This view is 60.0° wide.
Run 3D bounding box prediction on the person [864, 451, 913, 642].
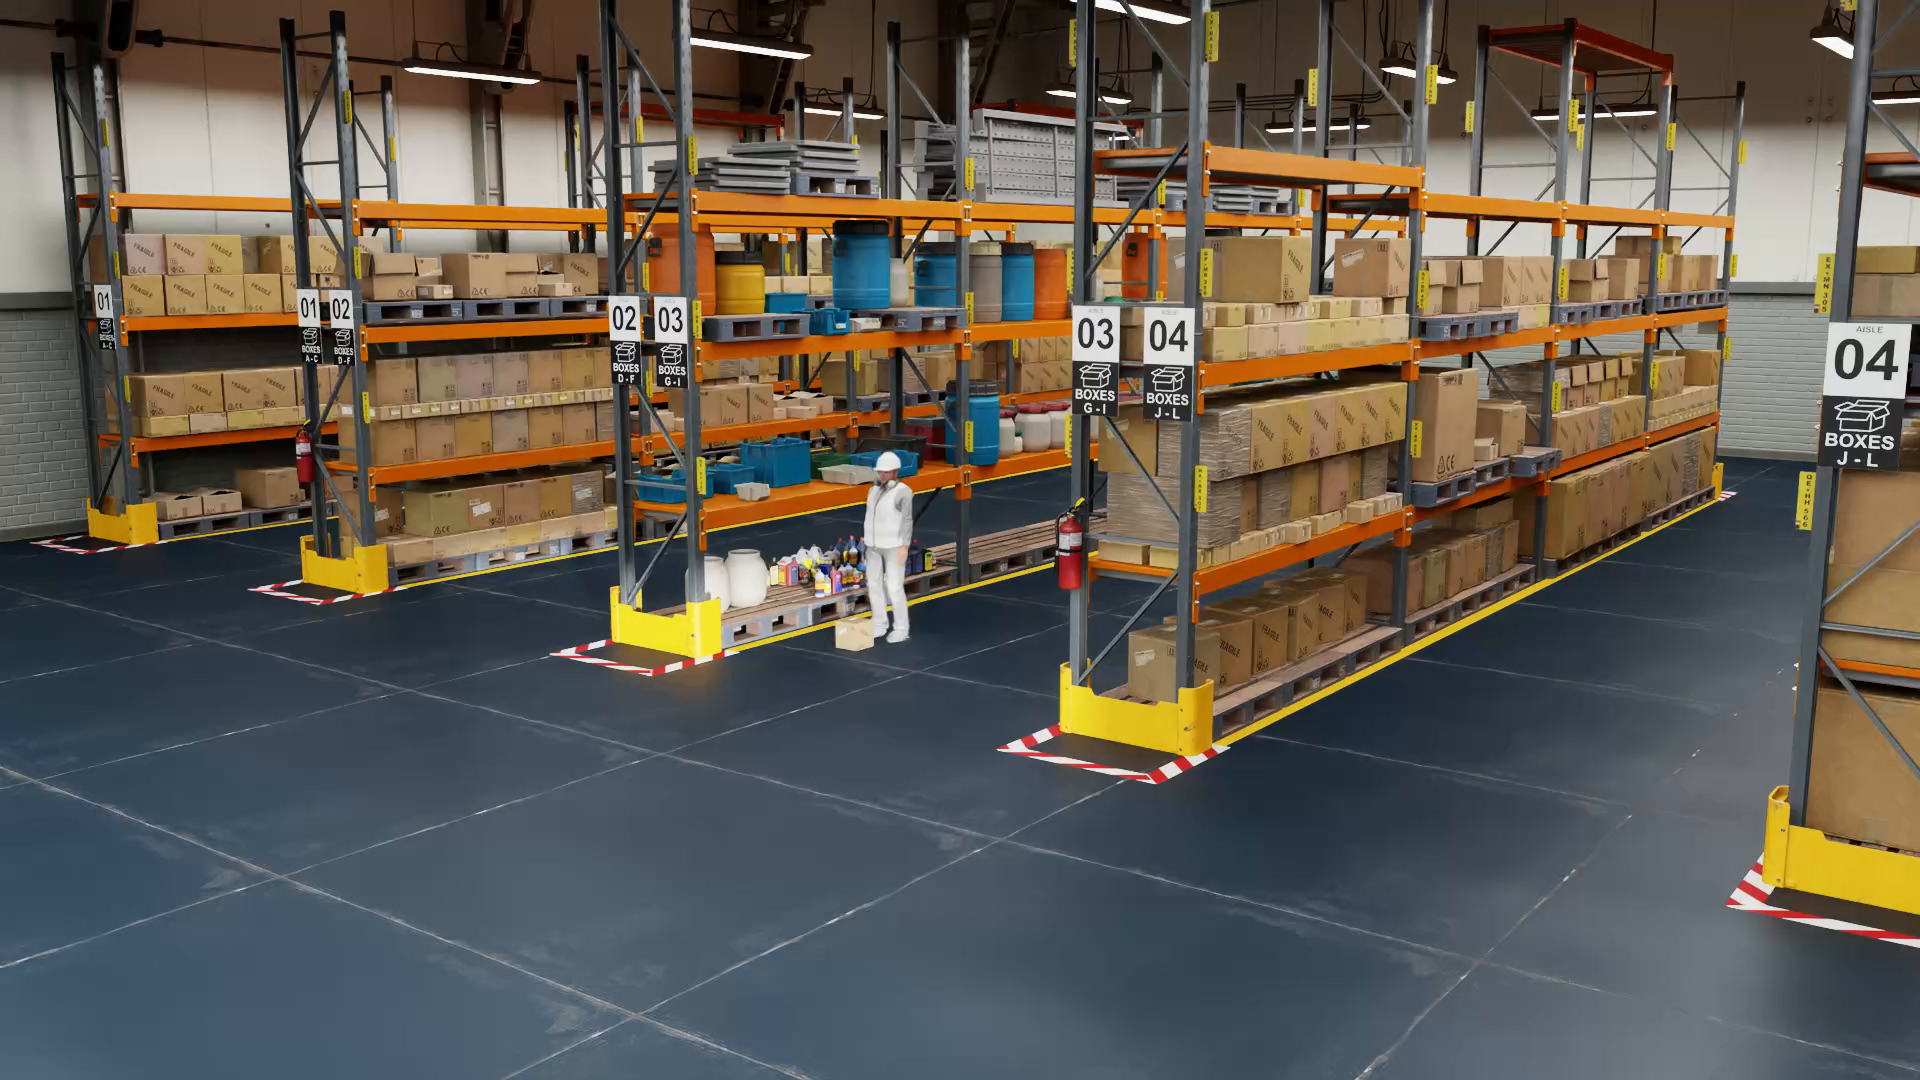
[{"bbox_3d":[-0.672,0.057,15.532,0.533,1.773,0.359,7,12,37],"label":"person"}]
